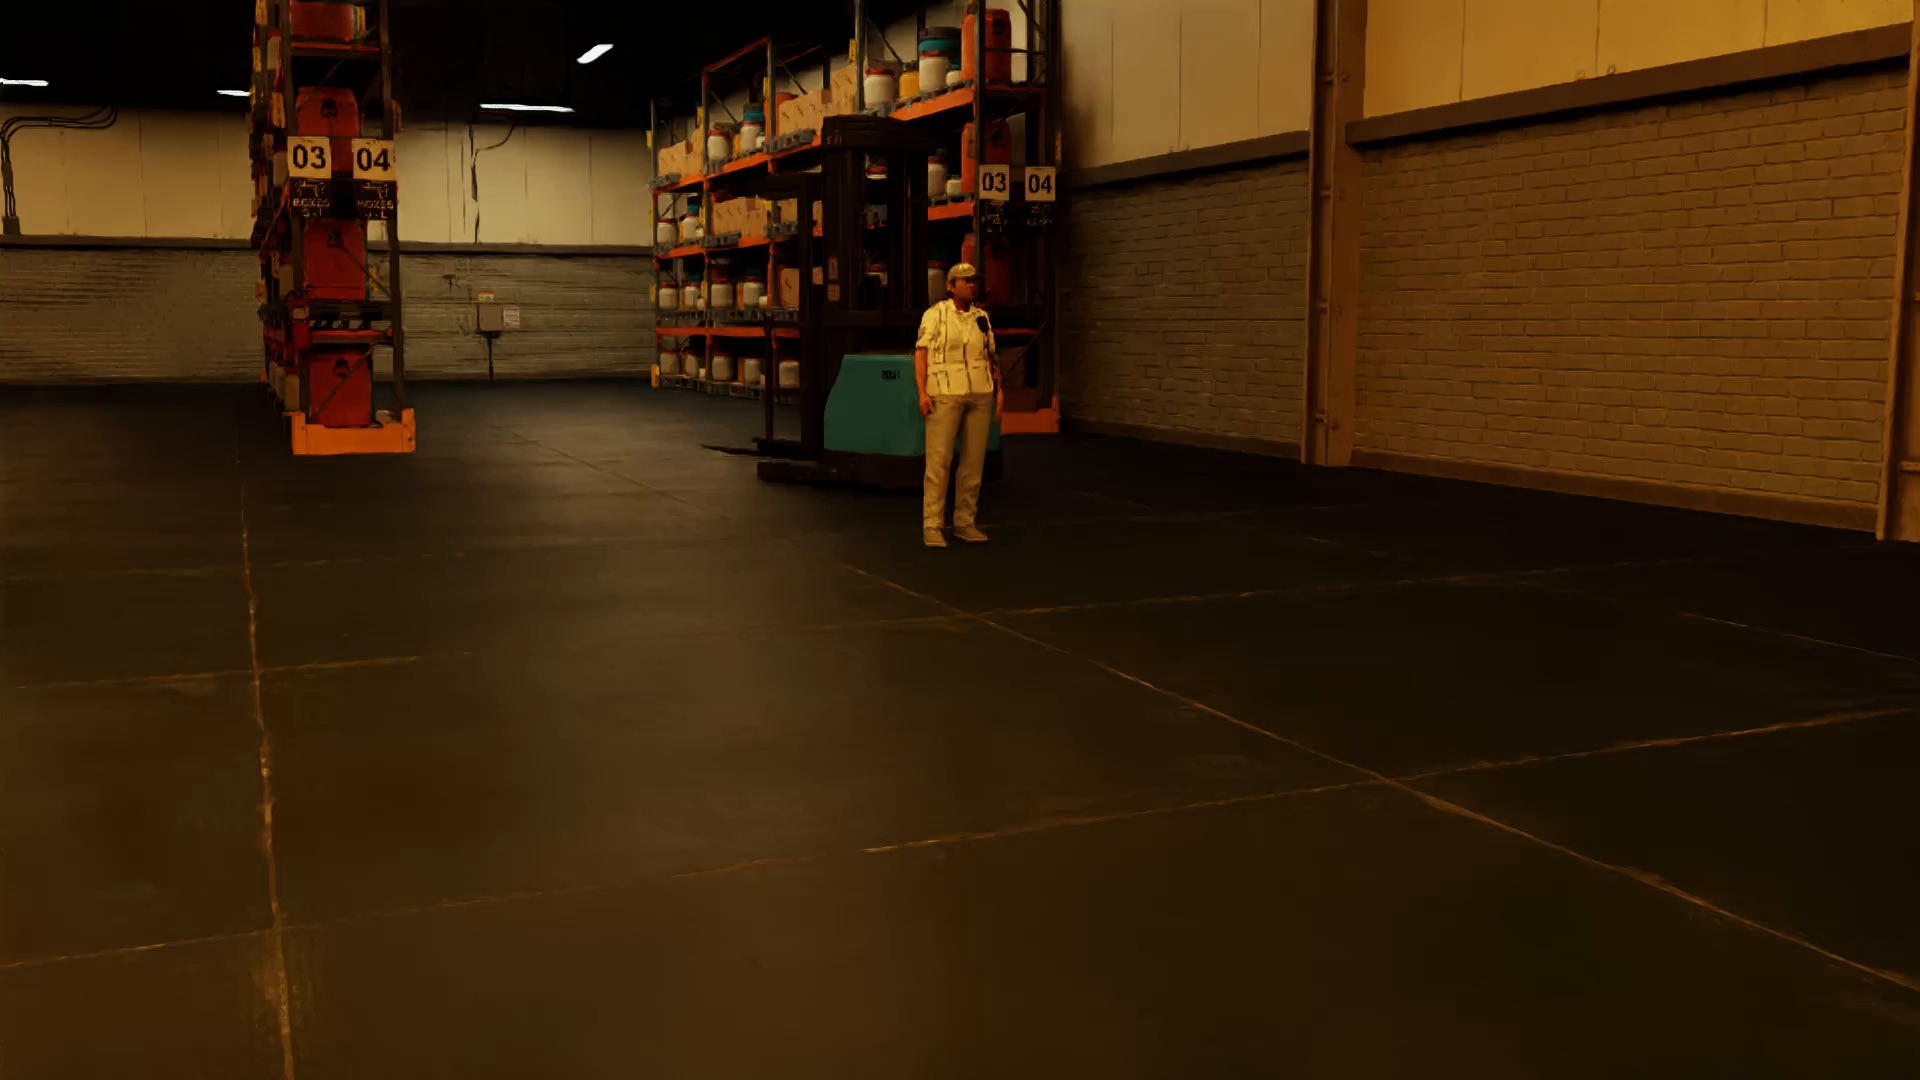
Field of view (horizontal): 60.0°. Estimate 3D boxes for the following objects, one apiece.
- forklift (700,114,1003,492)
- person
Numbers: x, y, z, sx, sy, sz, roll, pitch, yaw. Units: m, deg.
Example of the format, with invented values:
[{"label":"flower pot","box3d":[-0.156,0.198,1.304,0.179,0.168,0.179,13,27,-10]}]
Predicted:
[{"label":"forklift","box3d":[-1.039,-1.965,13.848,1.130,2.935,3.031,-7,10,-43]},{"label":"person","box3d":[0.010,-0.823,9.965,0.598,1.669,0.529,-3,8,-23]}]
